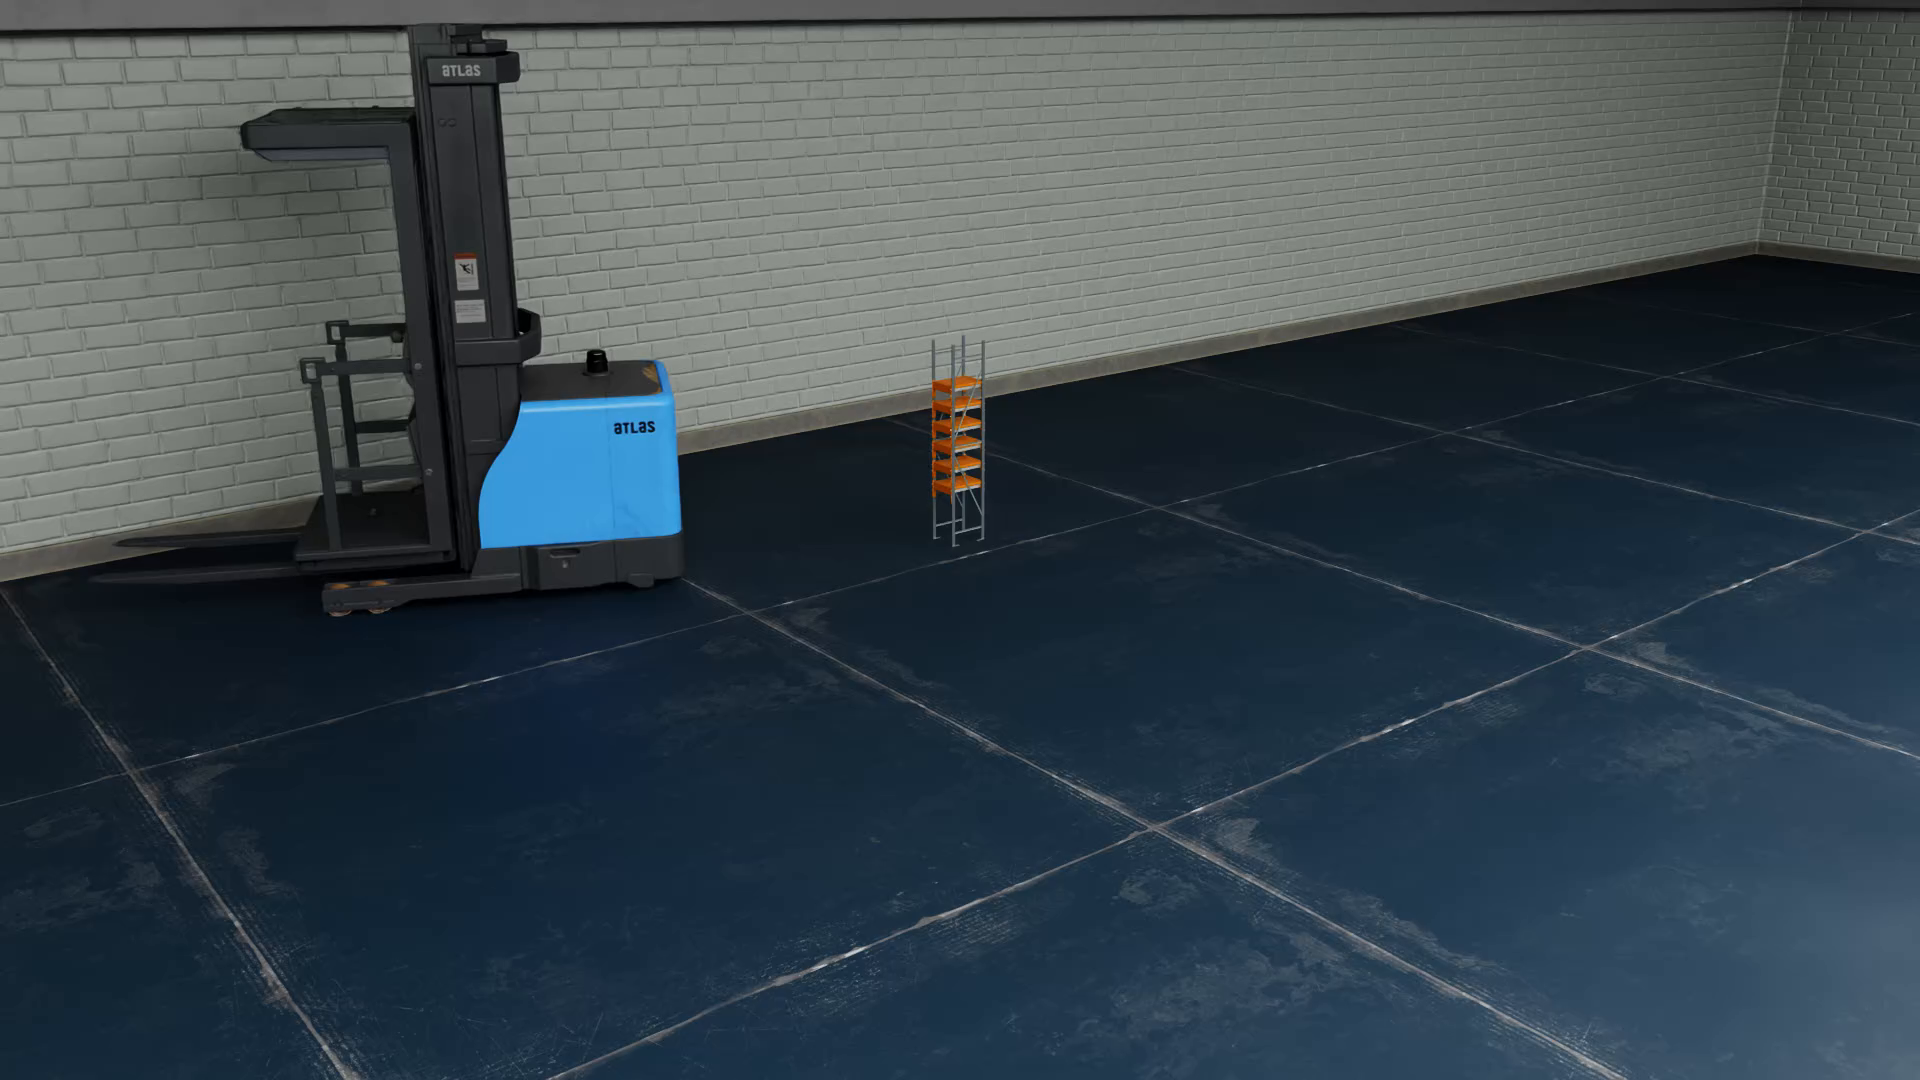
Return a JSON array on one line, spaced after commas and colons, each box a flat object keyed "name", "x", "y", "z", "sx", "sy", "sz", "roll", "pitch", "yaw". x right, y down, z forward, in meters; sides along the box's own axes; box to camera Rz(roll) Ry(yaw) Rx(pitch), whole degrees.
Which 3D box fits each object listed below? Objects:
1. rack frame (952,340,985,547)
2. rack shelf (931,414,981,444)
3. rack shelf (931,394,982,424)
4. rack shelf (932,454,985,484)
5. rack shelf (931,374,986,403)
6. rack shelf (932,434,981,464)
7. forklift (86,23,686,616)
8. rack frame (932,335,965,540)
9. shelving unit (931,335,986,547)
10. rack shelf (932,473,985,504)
[{"name": "rack frame", "x": 0.048, "y": -0.551, "z": 9.617, "sx": 0.240, "sy": 1.200, "sz": 0.006, "roll": -14, "pitch": 23, "yaw": -36}, {"name": "rack shelf", "x": -0.009, "y": -0.645, "z": 9.661, "sx": 0.258, "sy": 0.103, "sz": 0.180, "roll": -14, "pitch": 23, "yaw": -36}, {"name": "rack shelf", "x": -0.009, "y": -0.759, "z": 9.623, "sx": 0.258, "sy": 0.103, "sz": 0.180, "roll": -14, "pitch": 23, "yaw": -36}, {"name": "rack shelf", "x": -0.009, "y": -0.417, "z": 9.736, "sx": 0.258, "sy": 0.103, "sz": 0.180, "roll": -14, "pitch": 23, "yaw": -36}, {"name": "rack shelf", "x": -0.009, "y": -0.873, "z": 9.585, "sx": 0.258, "sy": 0.103, "sz": 0.180, "roll": -14, "pitch": 23, "yaw": -36}, {"name": "rack shelf", "x": -0.009, "y": -0.531, "z": 9.699, "sx": 0.258, "sy": 0.103, "sz": 0.180, "roll": -14, "pitch": 23, "yaw": -36}, {"name": "forklift", "x": -3.071, "y": -1.175, "z": 8.750, "sx": 3.031, "sy": 2.935, "sz": 1.130, "roll": -4, "pitch": 19, "yaw": -12}, {"name": "rack frame", "x": -0.066, "y": -0.596, "z": 9.753, "sx": 0.240, "sy": 1.200, "sz": 0.006, "roll": -14, "pitch": 23, "yaw": -36}, {"name": "shelving unit", "x": -0.009, "y": -0.573, "z": 9.685, "sx": 0.258, "sy": 1.200, "sz": 0.189, "roll": -14, "pitch": 23, "yaw": -36}, {"name": "rack shelf", "x": -0.009, "y": -0.303, "z": 9.774, "sx": 0.258, "sy": 0.103, "sz": 0.180, "roll": -14, "pitch": 23, "yaw": -36}]
